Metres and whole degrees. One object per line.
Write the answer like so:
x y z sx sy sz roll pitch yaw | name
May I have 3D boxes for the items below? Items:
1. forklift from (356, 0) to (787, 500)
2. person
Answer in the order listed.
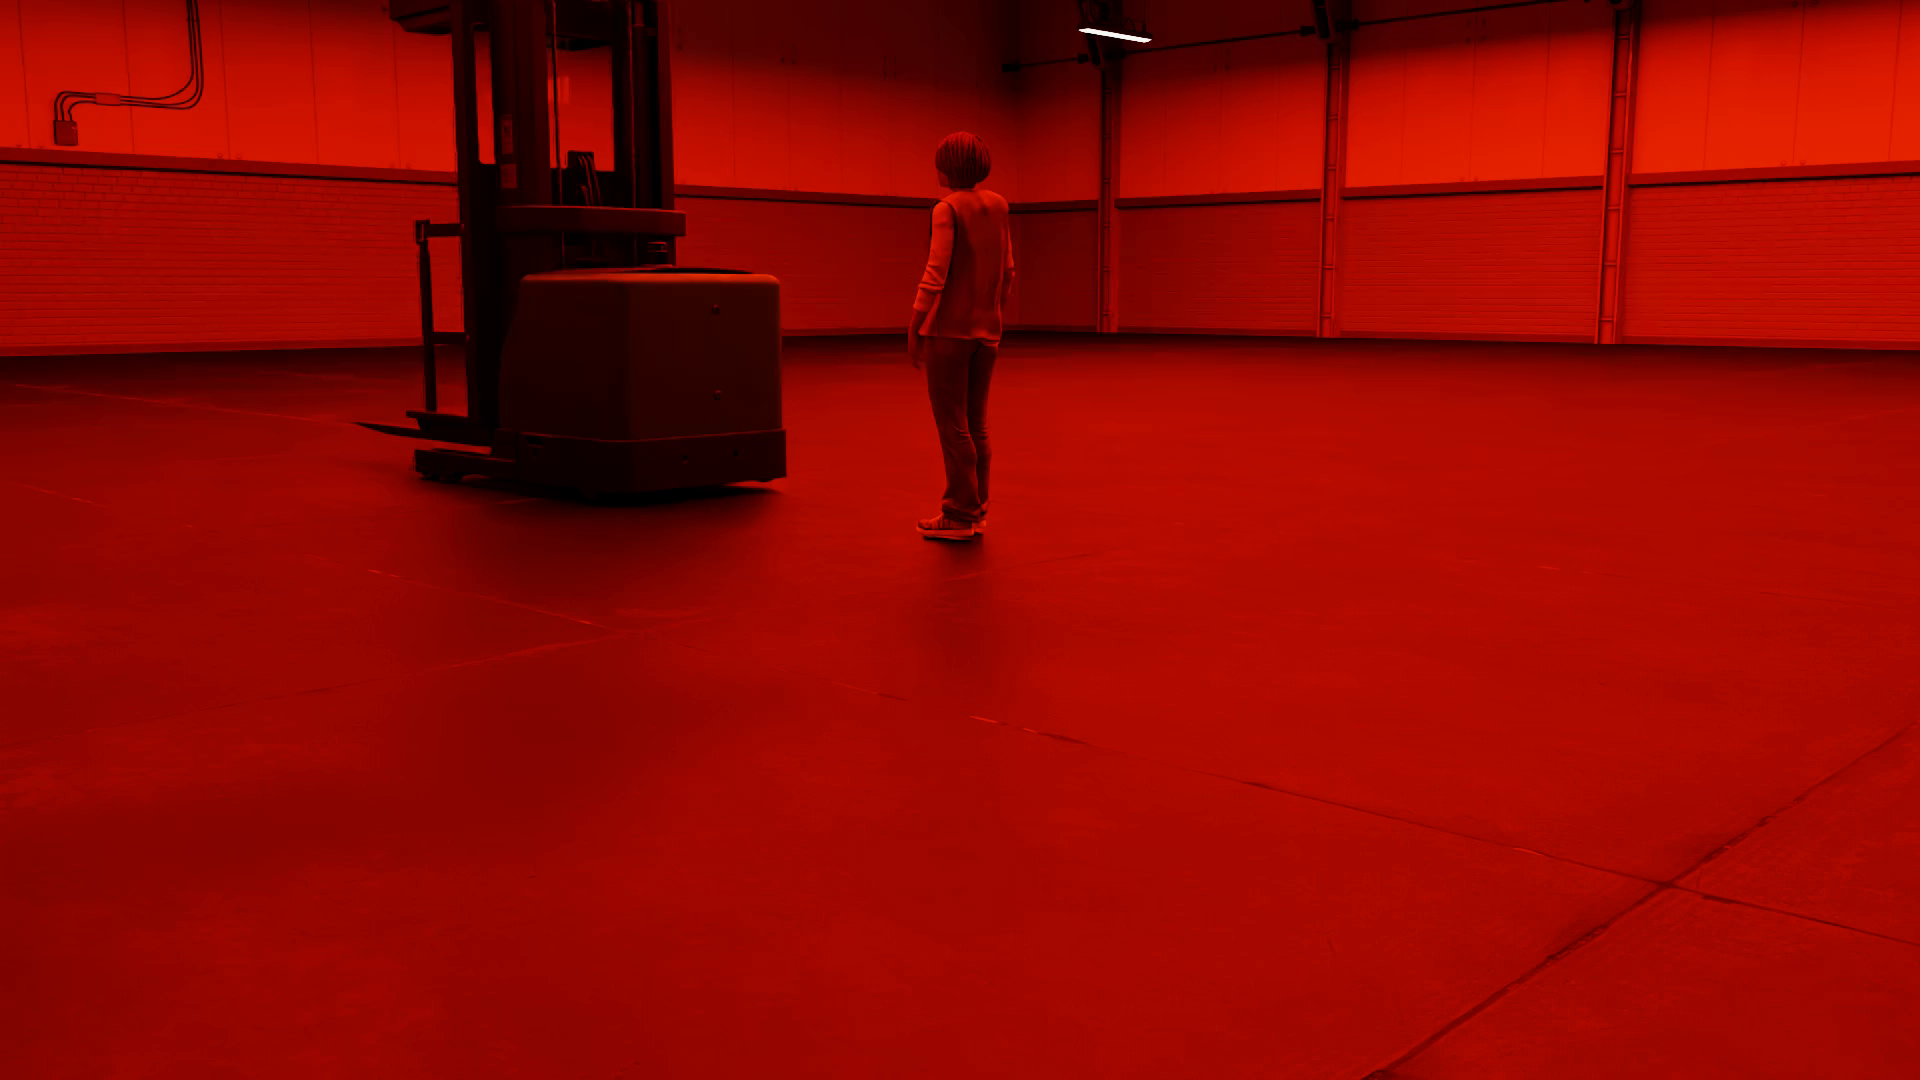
-2.270 -1.801 8.833 3.031 2.935 1.130 8 12 44 | forklift
-0.044 -0.806 6.659 0.473 1.599 0.520 8 12 43 | person
